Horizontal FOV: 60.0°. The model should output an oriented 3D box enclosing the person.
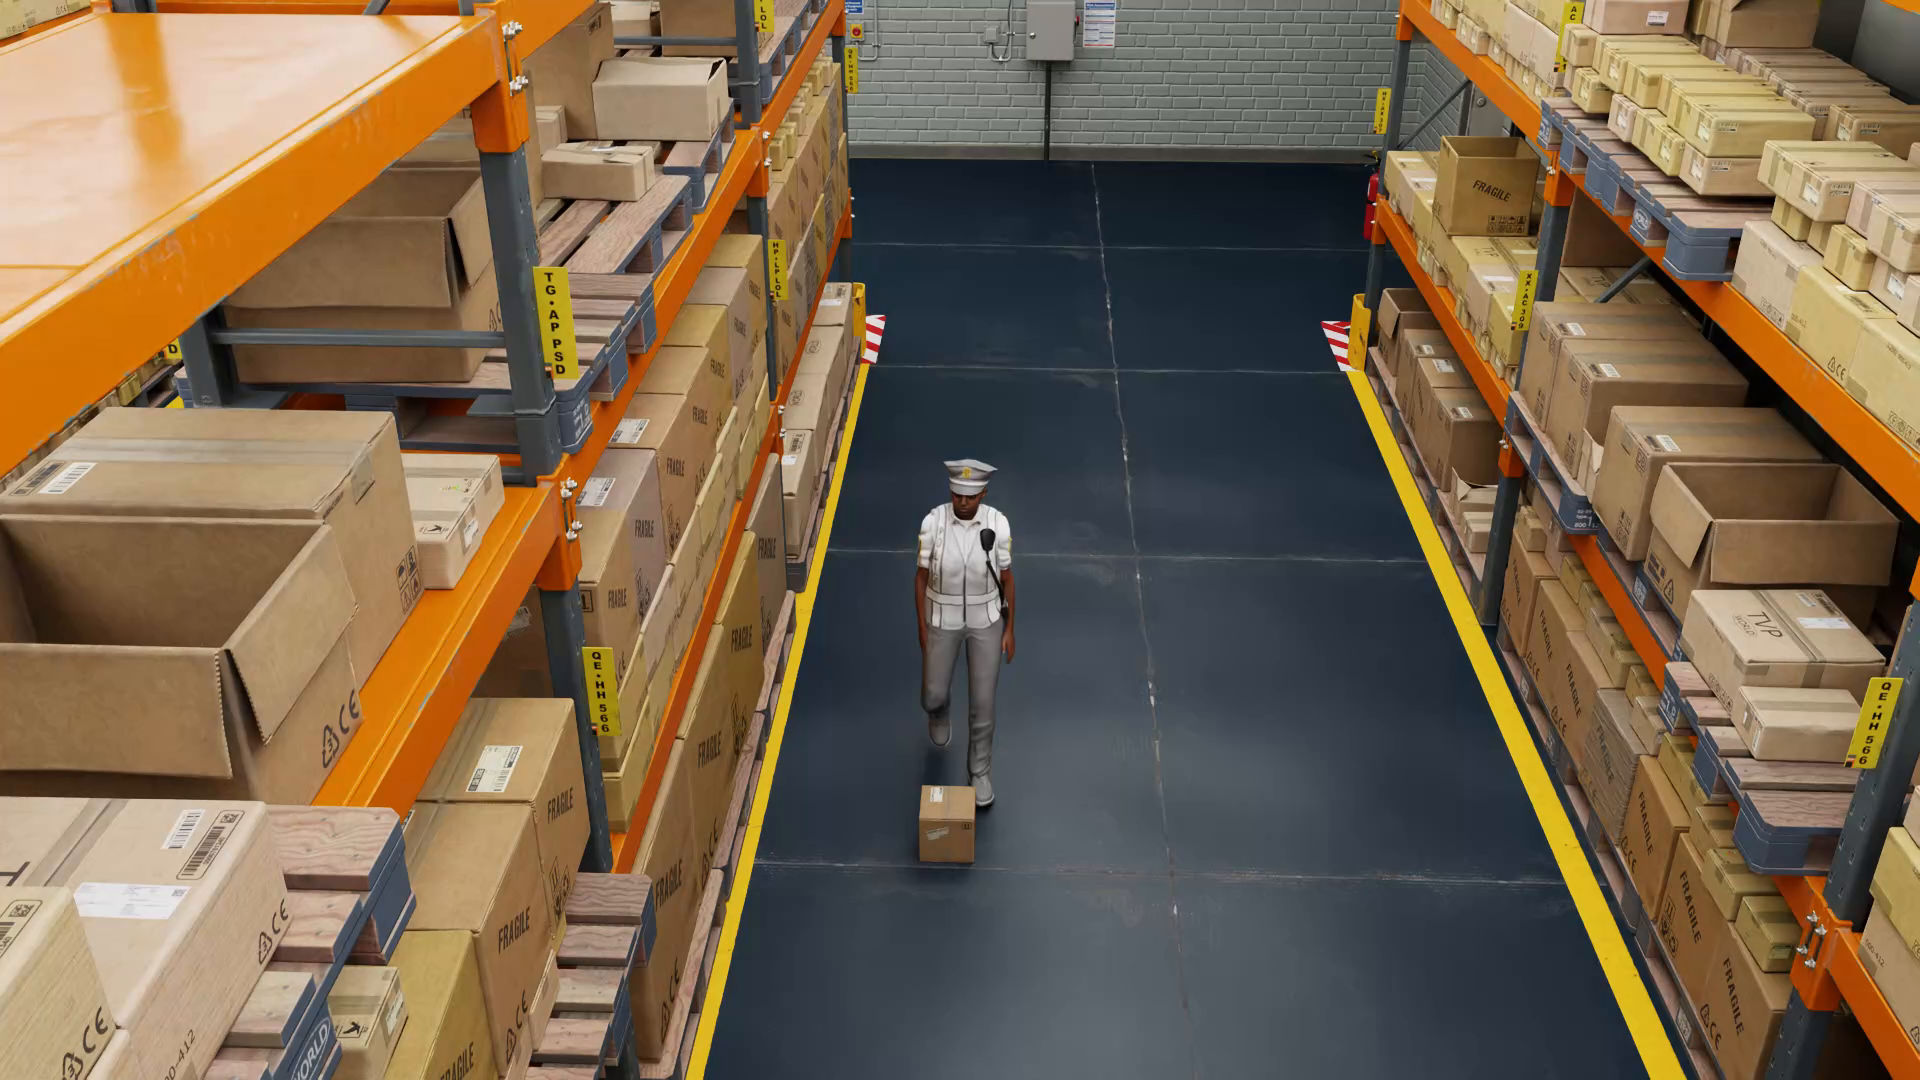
[{"bbox_3d":[0.025,0.396,7.828,0.471,1.660,0.675,0,28,-1],"label":"person"}]
